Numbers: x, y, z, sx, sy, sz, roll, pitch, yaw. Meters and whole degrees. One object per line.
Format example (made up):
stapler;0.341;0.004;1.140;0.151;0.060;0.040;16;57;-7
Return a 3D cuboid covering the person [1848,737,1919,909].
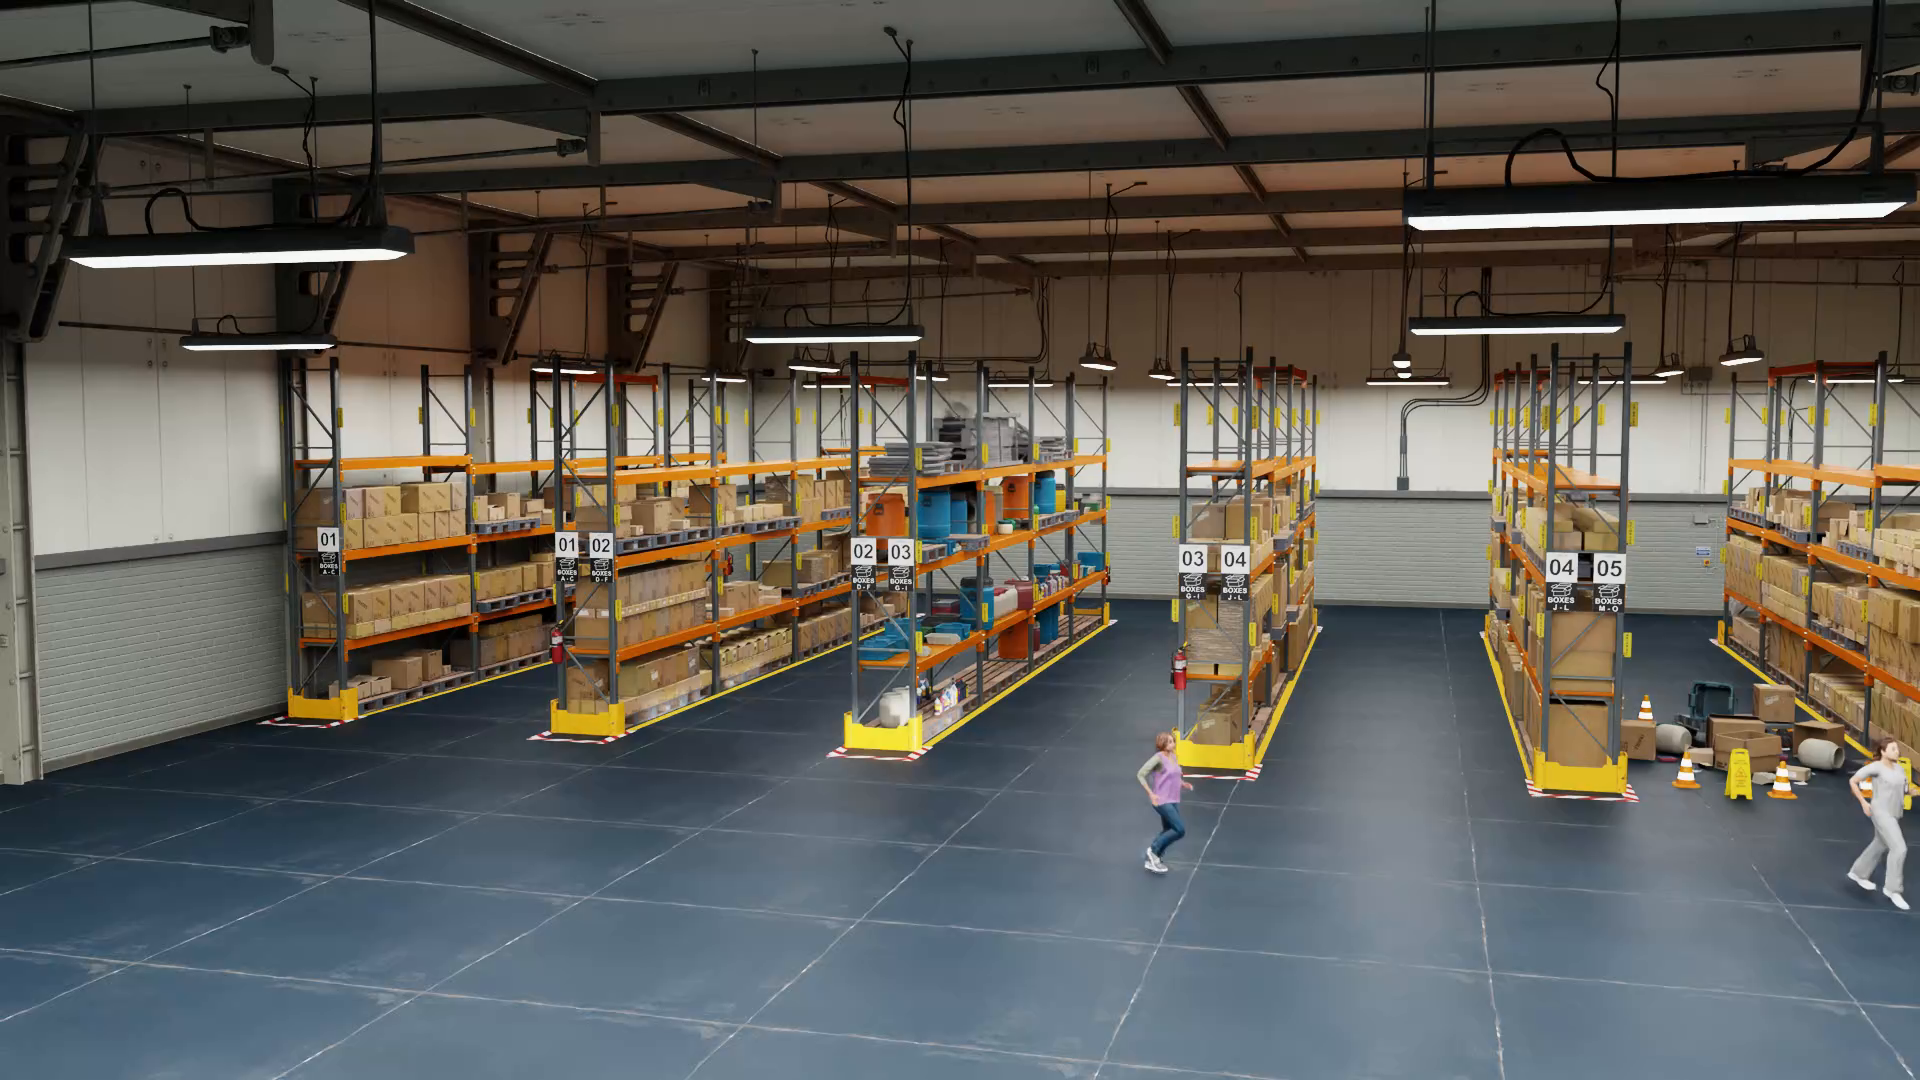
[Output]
person;9.582;2.896;17.265;0.537;1.723;0.768;-2;5;-29

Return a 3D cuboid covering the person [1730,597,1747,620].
person;17.792;1.391;37.821;0.639;1.700;0.680;3;5;31

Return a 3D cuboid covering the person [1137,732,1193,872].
person;2.269;2.876;18.163;0.596;1.562;0.515;3;5;34
